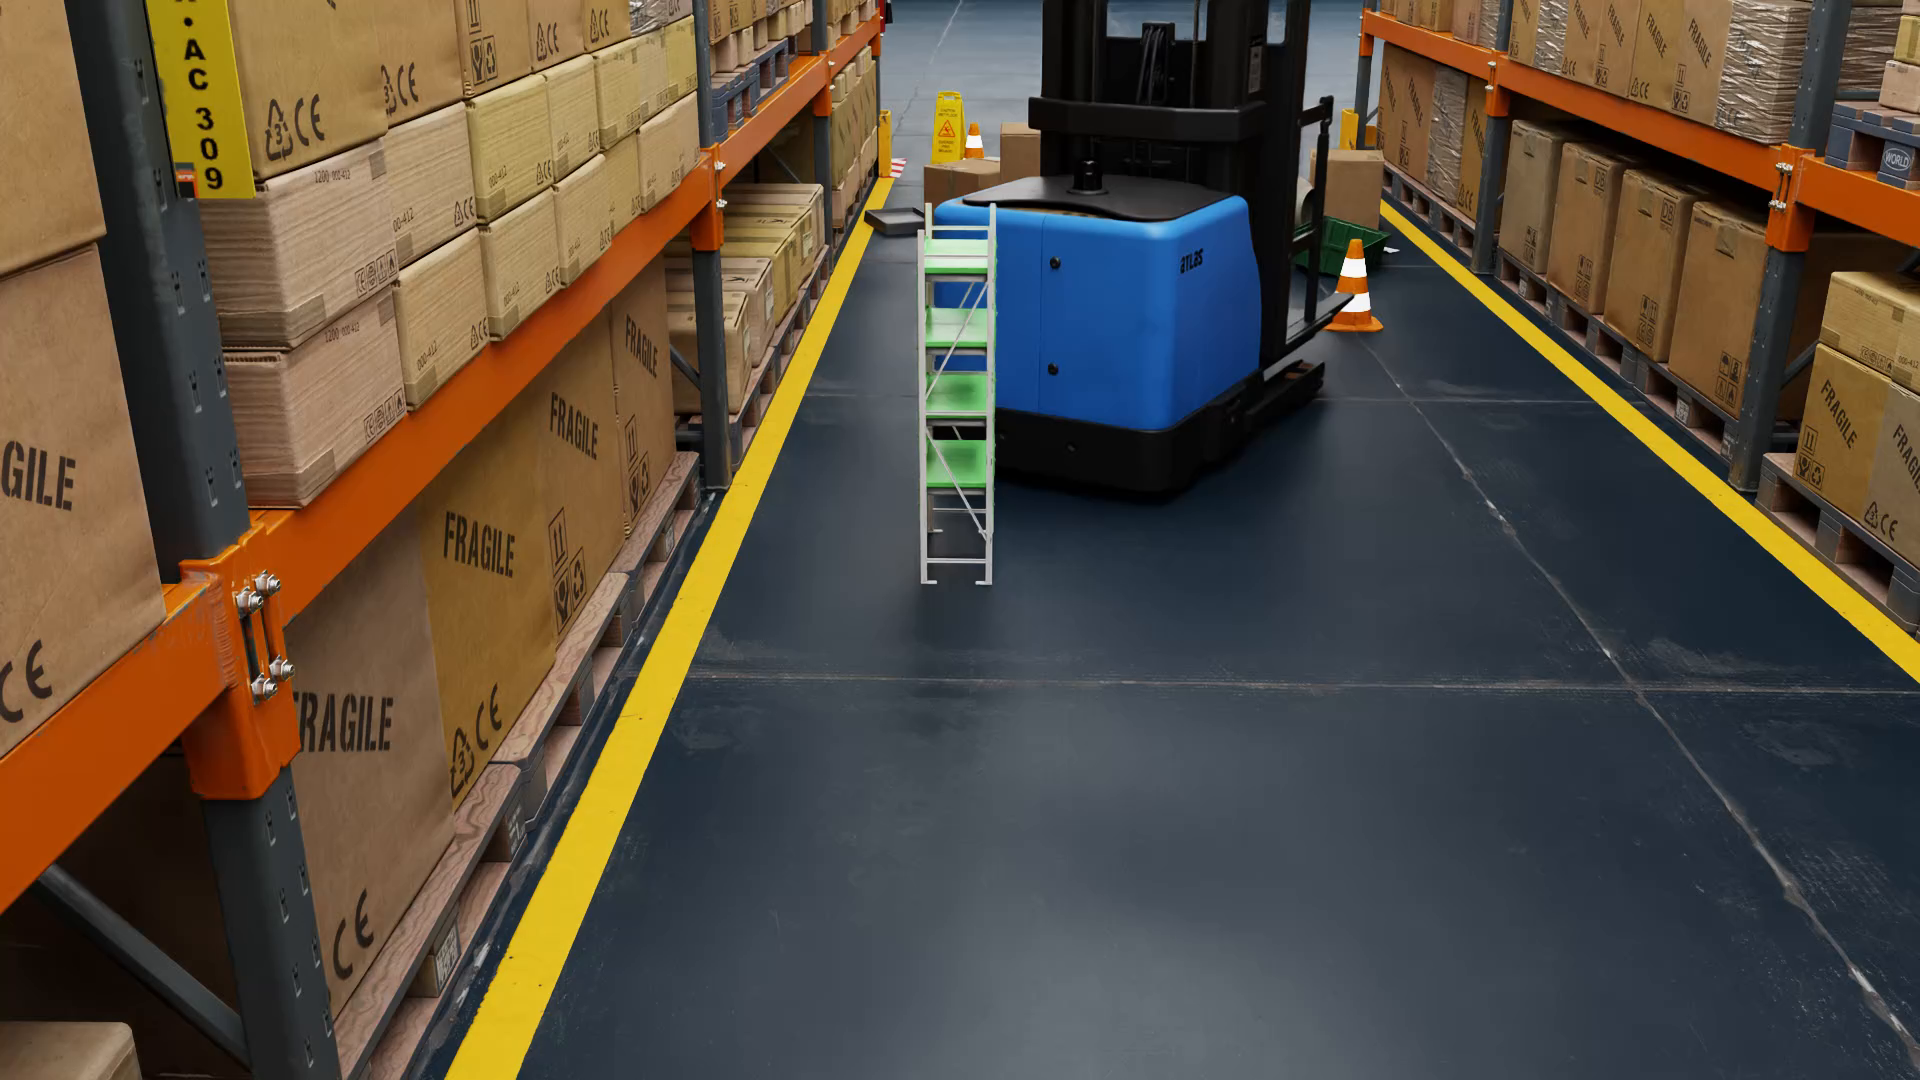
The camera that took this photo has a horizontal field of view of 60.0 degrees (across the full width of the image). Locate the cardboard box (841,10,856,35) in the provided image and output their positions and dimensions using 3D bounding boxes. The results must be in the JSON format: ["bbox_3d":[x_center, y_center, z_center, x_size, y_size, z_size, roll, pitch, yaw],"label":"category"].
[{"bbox_3d":[-0.907,-3.514,11.286,0.380,0.149,0.250,1,21,2],"label":"cardboard box"}]

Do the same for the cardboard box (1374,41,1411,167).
[{"bbox_3d":[3.833,-3.446,13.120,0.875,0.875,0.875,1,21,2],"label":"cardboard box"}]

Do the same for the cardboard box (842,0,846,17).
[{"bbox_3d":[-1.001,-3.581,10.563,0.500,0.500,0.500,1,21,1],"label":"cardboard box"}]

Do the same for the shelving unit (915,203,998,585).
[{"bbox_3d":[-0.005,-0.500,5.658,0.258,1.200,0.503,1,21,2],"label":"shelving unit"}]

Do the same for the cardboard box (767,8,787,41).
[{"bbox_3d":[-1.071,-2.579,8.296,0.380,0.149,0.250,1,21,2],"label":"cardboard box"}]

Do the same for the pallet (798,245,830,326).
[{"bbox_3d":[-1.308,-1.477,9.543,1.003,0.211,1.213,1,21,2],"label":"pallet"}]

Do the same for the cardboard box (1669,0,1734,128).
[{"bbox_3d":[3.306,-1.987,6.864,0.500,0.500,0.500,1,21,2],"label":"cardboard box"}]

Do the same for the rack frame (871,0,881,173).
[{"bbox_3d":[-1.164,-4.504,13.491,1.000,3.000,0.127,1,21,2],"label":"rack frame"}]

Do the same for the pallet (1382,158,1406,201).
[{"bbox_3d":[3.841,-2.896,13.202,1.003,0.211,1.213,1,21,2],"label":"pallet"}]

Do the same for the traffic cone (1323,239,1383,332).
[{"bbox_3d":[2.115,-1.389,8.970,0.336,0.463,0.334,1,21,2],"label":"traffic cone"}]

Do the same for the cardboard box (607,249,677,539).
[{"bbox_3d":[-1.511,-0.568,5.704,0.875,0.875,0.875,0,21,1],"label":"cardboard box"}]

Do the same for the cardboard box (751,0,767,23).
[{"bbox_3d":[-1.144,-2.534,7.282,0.500,0.500,0.500,1,21,3],"label":"cardboard box"}]

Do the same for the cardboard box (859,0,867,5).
[{"bbox_3d":[-0.943,-4.129,11.973,0.500,0.500,0.500,1,21,1],"label":"cardboard box"}]

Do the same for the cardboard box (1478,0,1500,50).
[{"bbox_3d":[3.665,-3.244,10.035,0.875,0.550,0.550,1,21,2],"label":"cardboard box"}]

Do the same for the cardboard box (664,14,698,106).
[{"bbox_3d":[-1.168,-1.597,5.515,0.500,0.250,0.500,1,21,1],"label":"cardboard box"}]

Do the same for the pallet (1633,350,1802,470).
[{"bbox_3d":[3.643,-0.578,7.227,1.003,0.211,1.213,1,21,2],"label":"pallet"}]

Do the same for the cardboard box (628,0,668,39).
[{"bbox_3d":[-1.169,-1.749,4.870,0.500,0.500,0.500,1,21,3],"label":"cardboard box"}]

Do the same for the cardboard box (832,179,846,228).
[{"bbox_3d":[-0.998,-2.182,10.727,0.500,0.250,0.500,0,21,-1],"label":"cardboard box"}]

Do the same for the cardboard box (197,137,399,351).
[{"bbox_3d":[-1.233,-0.485,2.648,0.500,0.250,0.500,0,21,0],"label":"cardboard box"}]

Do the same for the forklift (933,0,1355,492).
[{"bbox_3d":[1.041,-2.037,7.226,1.130,2.935,3.031,11,24,27],"label":"forklift"}]

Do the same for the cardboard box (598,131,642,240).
[{"bbox_3d":[-1.194,-0.989,4.640,0.500,0.250,0.500,0,21,1],"label":"cardboard box"}]

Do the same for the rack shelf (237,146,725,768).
[{"bbox_3d":[-1.468,-0.553,4.303,1.077,0.370,4.000,1,21,2],"label":"rack shelf"}]

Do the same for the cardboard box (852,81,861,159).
[{"bbox_3d":[-0.976,-2.913,11.574,0.500,0.500,0.500,2,21,4],"label":"cardboard box"}]

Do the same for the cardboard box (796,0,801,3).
[{"bbox_3d":[-1.084,-3.090,8.717,0.500,0.500,0.500,1,21,2],"label":"cardboard box"}]

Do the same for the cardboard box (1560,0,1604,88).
[{"bbox_3d":[3.348,-2.536,8.281,0.500,0.500,0.500,1,21,1],"label":"cardboard box"}]

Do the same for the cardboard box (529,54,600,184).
[{"bbox_3d":[-1.190,-1.039,4.075,0.500,0.250,0.500,0,21,0],"label":"cardboard box"}]

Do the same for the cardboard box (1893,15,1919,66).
[{"bbox_3d":[3.328,-1.639,5.461,0.380,0.149,0.250,2,21,4],"label":"cardboard box"}]

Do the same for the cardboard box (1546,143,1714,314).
[{"bbox_3d":[3.703,-1.613,8.569,1.050,0.750,0.750,1,21,2],"label":"cardboard box"}]

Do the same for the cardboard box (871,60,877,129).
[{"bbox_3d":[-0.927,-3.475,13.023,0.500,0.500,0.500,1,21,2],"label":"cardboard box"}]

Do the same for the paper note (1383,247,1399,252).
[{"bbox_3d":[2.781,-1.909,10.907,0.147,0.020,0.142,-16,26,-35],"label":"paper note"}]

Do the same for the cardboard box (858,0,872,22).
[{"bbox_3d":[-0.865,-3.971,12.464,0.380,0.149,0.250,1,21,3],"label":"cardboard box"}]

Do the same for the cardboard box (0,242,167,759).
[{"bbox_3d":[-1.287,-0.042,1.852,0.500,0.500,0.500,1,21,2],"label":"cardboard box"}]

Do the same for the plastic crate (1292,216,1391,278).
[{"bbox_3d":[2.361,-1.833,10.415,0.450,0.188,0.662,23,29,25],"label":"plastic crate"}]

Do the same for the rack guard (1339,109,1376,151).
[{"bbox_3d":[3.788,-3.330,13.920,1.175,0.500,0.348,1,21,2],"label":"rack guard"}]

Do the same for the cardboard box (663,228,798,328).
[{"bbox_3d":[-1.337,-1.328,8.356,0.950,0.372,0.625,1,21,3],"label":"cardboard box"}]

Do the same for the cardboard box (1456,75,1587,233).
[{"bbox_3d":[3.755,-2.472,10.610,0.875,0.875,0.875,1,21,2],"label":"cardboard box"}]

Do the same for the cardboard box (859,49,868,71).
[{"bbox_3d":[-0.882,-3.553,12.328,0.380,0.149,0.250,1,21,3],"label":"cardboard box"}]

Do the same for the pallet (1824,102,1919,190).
[{"bbox_3d":[3.629,-1.246,5.358,1.213,0.211,1.003,1,21,2],"label":"pallet"}]

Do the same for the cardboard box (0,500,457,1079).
[{"bbox_3d":[-1.590,0.404,3.197,0.875,0.875,0.875,1,21,3],"label":"cardboard box"}]

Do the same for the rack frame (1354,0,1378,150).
[{"bbox_3d":[3.787,-4.487,13.445,1.000,3.000,0.127,1,21,2],"label":"rack frame"}]

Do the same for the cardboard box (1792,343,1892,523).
[{"bbox_3d":[3.267,-0.371,5.715,0.500,0.500,0.500,0,21,-1],"label":"cardboard box"}]

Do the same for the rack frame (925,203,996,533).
[{"bbox_3d":[0.002,-0.588,5.885,0.240,1.200,0.015,1,21,2],"label":"rack frame"}]

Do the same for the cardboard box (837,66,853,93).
[{"bbox_3d":[-0.920,-3.065,11.068,0.380,0.149,0.250,1,21,4],"label":"cardboard box"}]

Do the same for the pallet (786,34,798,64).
[{"bbox_3d":[-1.454,-2.694,9.091,1.003,0.211,1.213,1,21,2],"label":"pallet"}]

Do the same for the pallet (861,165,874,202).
[{"bbox_3d":[-1.226,-2.884,13.169,1.003,0.211,1.213,1,21,2],"label":"pallet"}]

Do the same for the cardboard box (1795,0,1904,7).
[{"bbox_3d":[3.567,-2.269,6.209,0.700,0.500,0.500,1,21,1],"label":"cardboard box"}]

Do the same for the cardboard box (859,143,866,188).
[{"bbox_3d":[-0.953,-2.747,12.182,0.500,0.250,0.500,0,21,0],"label":"cardboard box"}]

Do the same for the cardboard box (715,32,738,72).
[{"bbox_3d":[-1.115,-2.006,6.820,0.380,0.149,0.250,-1,21,-2],"label":"cardboard box"}]

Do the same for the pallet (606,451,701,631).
[{"bbox_3d":[-1.506,-0.028,5.808,1.003,0.211,1.213,1,21,2],"label":"pallet"}]

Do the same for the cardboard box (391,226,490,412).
[{"bbox_3d":[-1.237,-0.439,3.221,0.500,0.250,0.500,0,21,0],"label":"cardboard box"}]

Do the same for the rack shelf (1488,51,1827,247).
[{"bbox_3d":[3.605,-1.982,7.984,1.077,0.370,4.000,1,21,2],"label":"rack shelf"}]

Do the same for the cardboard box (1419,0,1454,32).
[{"bbox_3d":[3.709,-3.829,11.544,0.875,0.550,0.500,1,21,2],"label":"cardboard box"}]

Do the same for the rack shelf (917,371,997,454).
[{"bbox_3d":[-0.005,-0.440,5.681,0.258,0.148,0.480,1,21,2],"label":"rack shelf"}]

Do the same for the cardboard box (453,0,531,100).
[{"bbox_3d":[-1.222,-1.200,3.454,0.500,0.500,0.500,0,21,0],"label":"cardboard box"}]

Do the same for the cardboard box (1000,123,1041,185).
[{"bbox_3d":[0.495,-2.237,10.057,0.500,0.500,0.500,1,21,2],"label":"cardboard box"}]

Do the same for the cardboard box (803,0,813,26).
[{"bbox_3d":[-1.025,-2.948,9.246,0.380,0.149,0.250,1,21,2],"label":"cardboard box"}]
